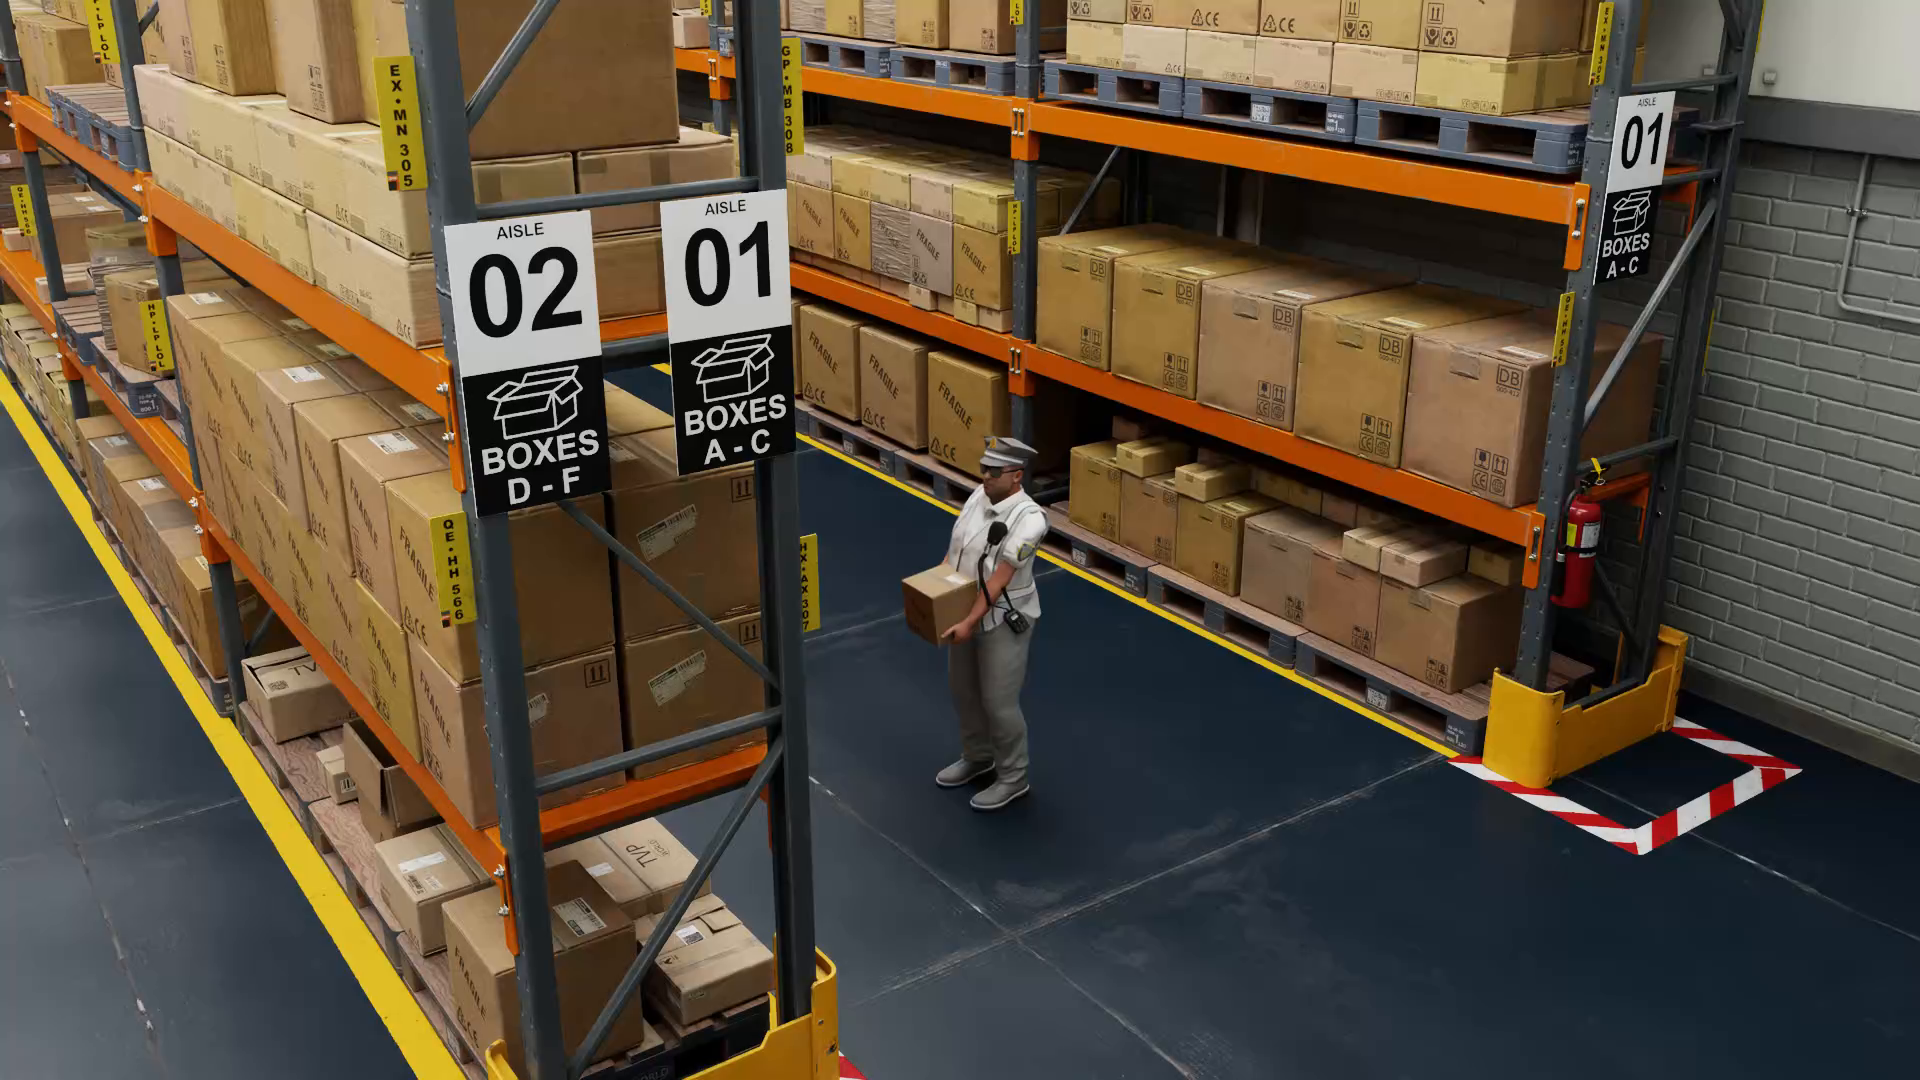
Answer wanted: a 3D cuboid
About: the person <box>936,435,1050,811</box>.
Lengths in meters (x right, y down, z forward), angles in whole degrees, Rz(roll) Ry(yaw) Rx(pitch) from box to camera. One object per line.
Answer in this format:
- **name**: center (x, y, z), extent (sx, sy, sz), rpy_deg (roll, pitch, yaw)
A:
- **person**: center (0.082, 0.379, 7.586), extent (0.563, 1.763, 0.494), rpy_deg (-14, 25, -32)
